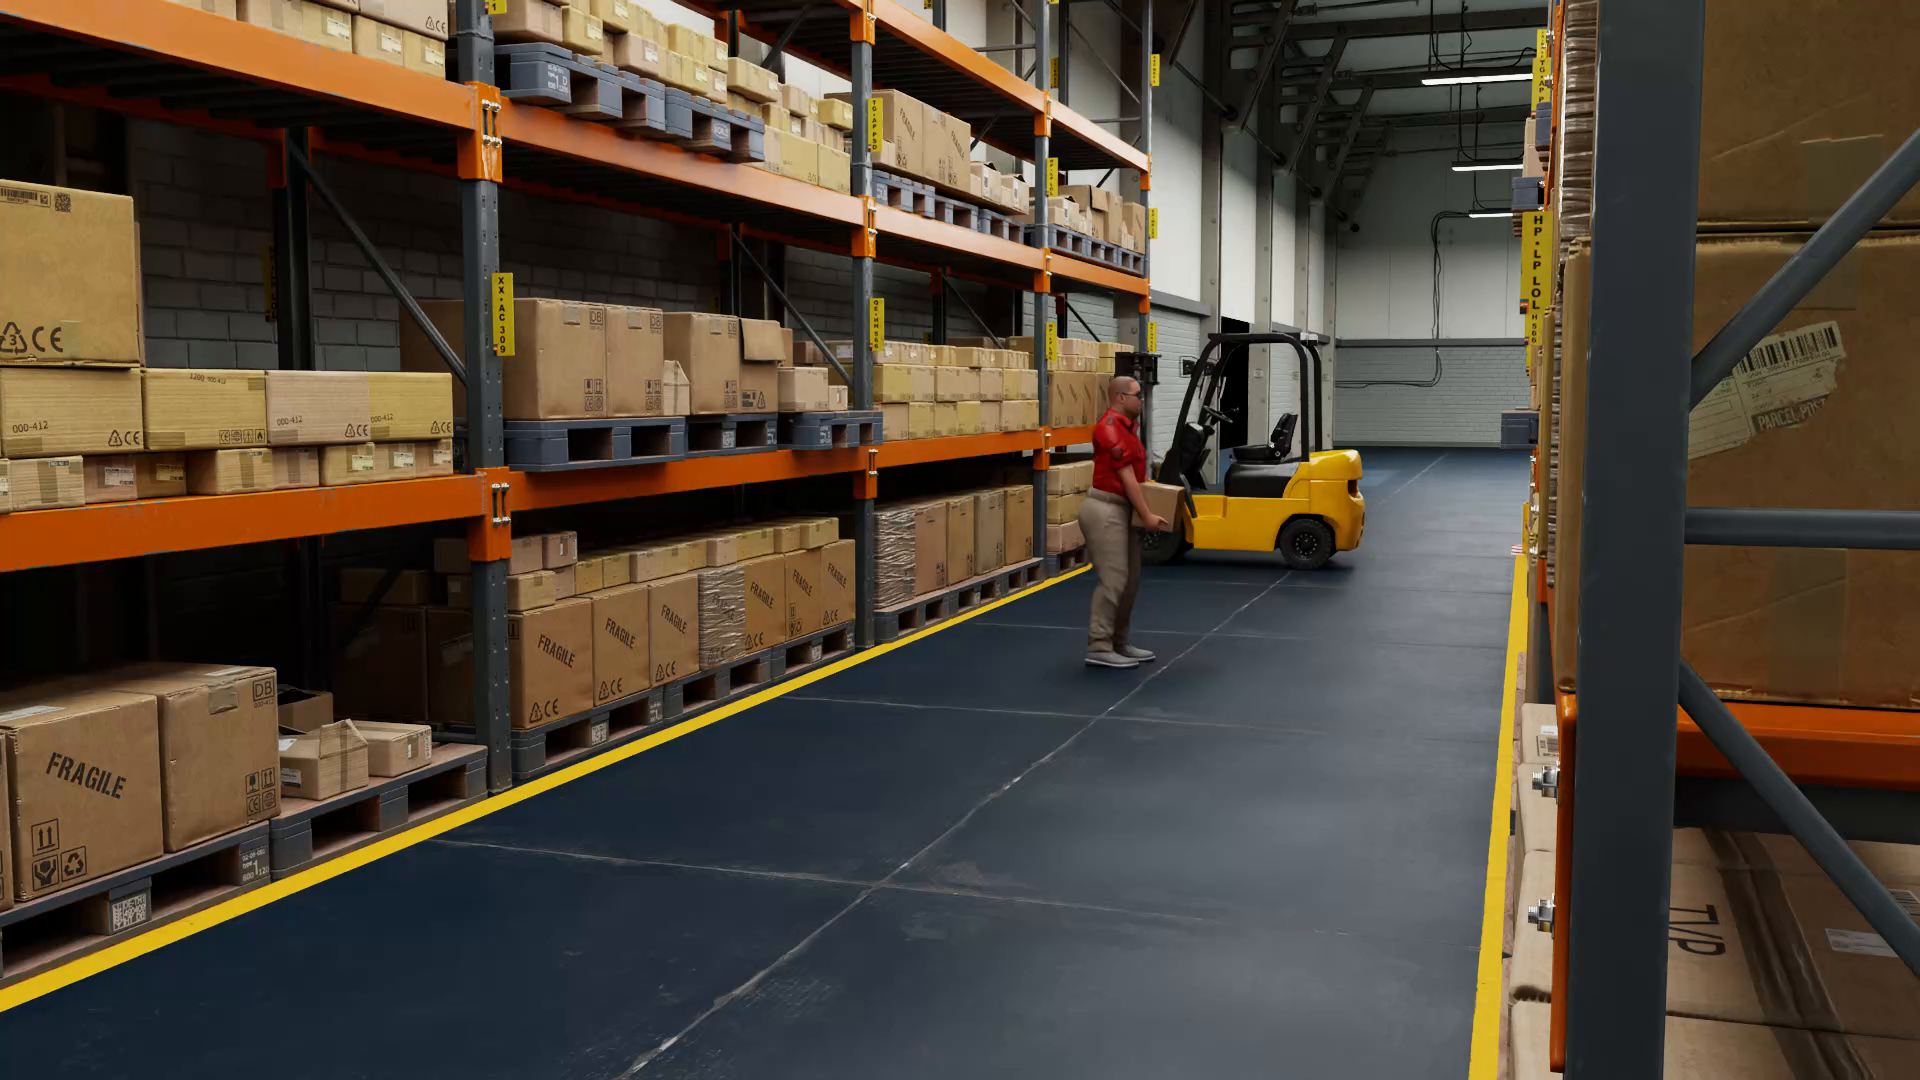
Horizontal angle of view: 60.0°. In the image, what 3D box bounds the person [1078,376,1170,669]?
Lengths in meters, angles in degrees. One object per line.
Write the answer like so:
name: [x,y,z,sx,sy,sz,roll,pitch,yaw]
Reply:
person: [1.005,-0.115,9.932,0.557,1.724,0.488,2,5,18]
